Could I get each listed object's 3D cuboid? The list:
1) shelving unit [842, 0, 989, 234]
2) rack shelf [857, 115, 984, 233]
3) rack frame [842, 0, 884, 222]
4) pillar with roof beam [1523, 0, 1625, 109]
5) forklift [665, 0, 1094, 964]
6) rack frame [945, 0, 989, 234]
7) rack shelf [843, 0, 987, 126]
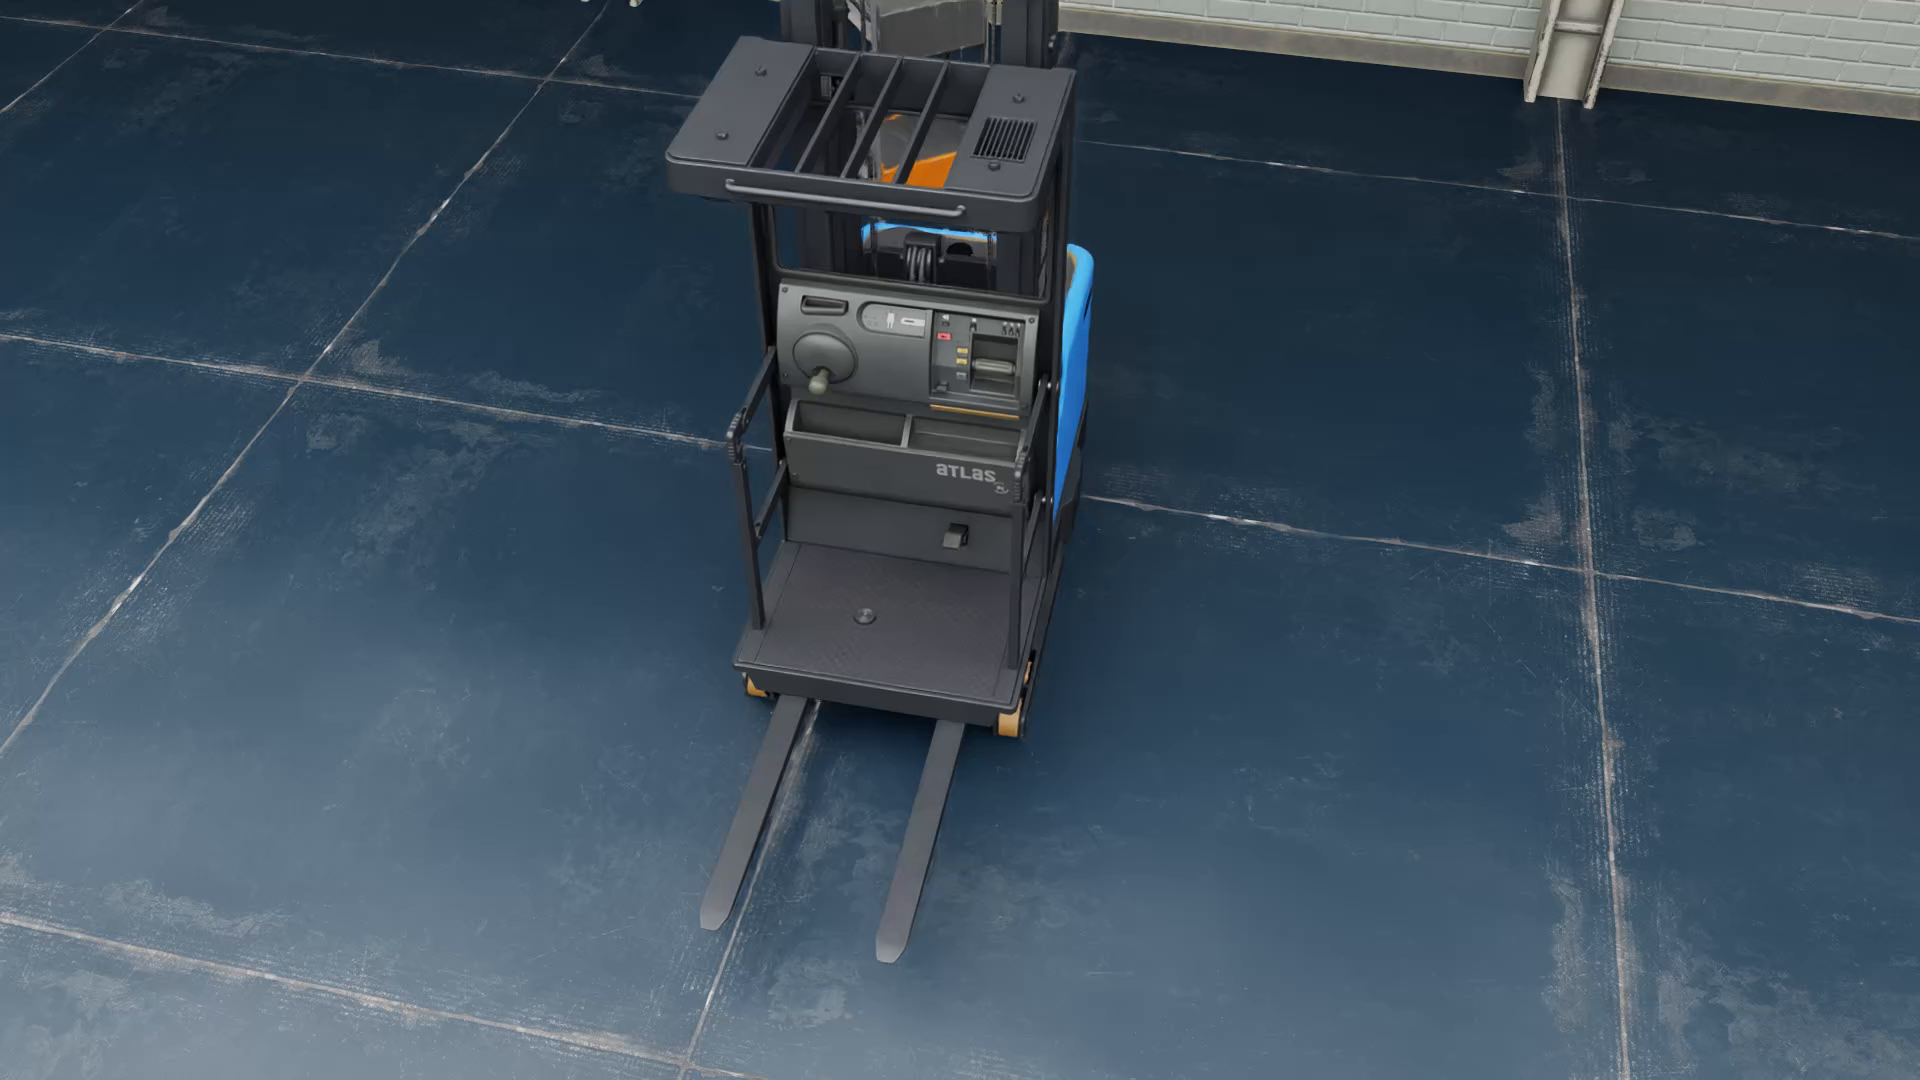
[{"bbox_3d":[-0.197,-1.596,7.354,0.503,2.100,0.431,-18,47,-18],"label":"shelving unit"},{"bbox_3d":[-0.197,-1.586,7.363,0.480,0.518,0.431,-18,47,-18],"label":"rack shelf"},{"bbox_3d":[-0.417,-1.523,7.278,0.015,2.100,0.400,-18,47,-18],"label":"rack frame"},{"bbox_3d":[2.659,-3.023,3.862,0.400,9.000,9.100,9,45,9],"label":"pillar with roof beam"},{"bbox_3d":[-0.231,-0.582,5.701,1.130,2.935,3.031,8,45,8],"label":"forklift"},{"bbox_3d":[0.023,-1.669,7.430,0.015,2.100,0.400,-18,47,-18],"label":"rack frame"},{"bbox_3d":[-0.197,-2.090,6.878,0.480,0.518,0.431,-18,47,-18],"label":"rack shelf"}]
